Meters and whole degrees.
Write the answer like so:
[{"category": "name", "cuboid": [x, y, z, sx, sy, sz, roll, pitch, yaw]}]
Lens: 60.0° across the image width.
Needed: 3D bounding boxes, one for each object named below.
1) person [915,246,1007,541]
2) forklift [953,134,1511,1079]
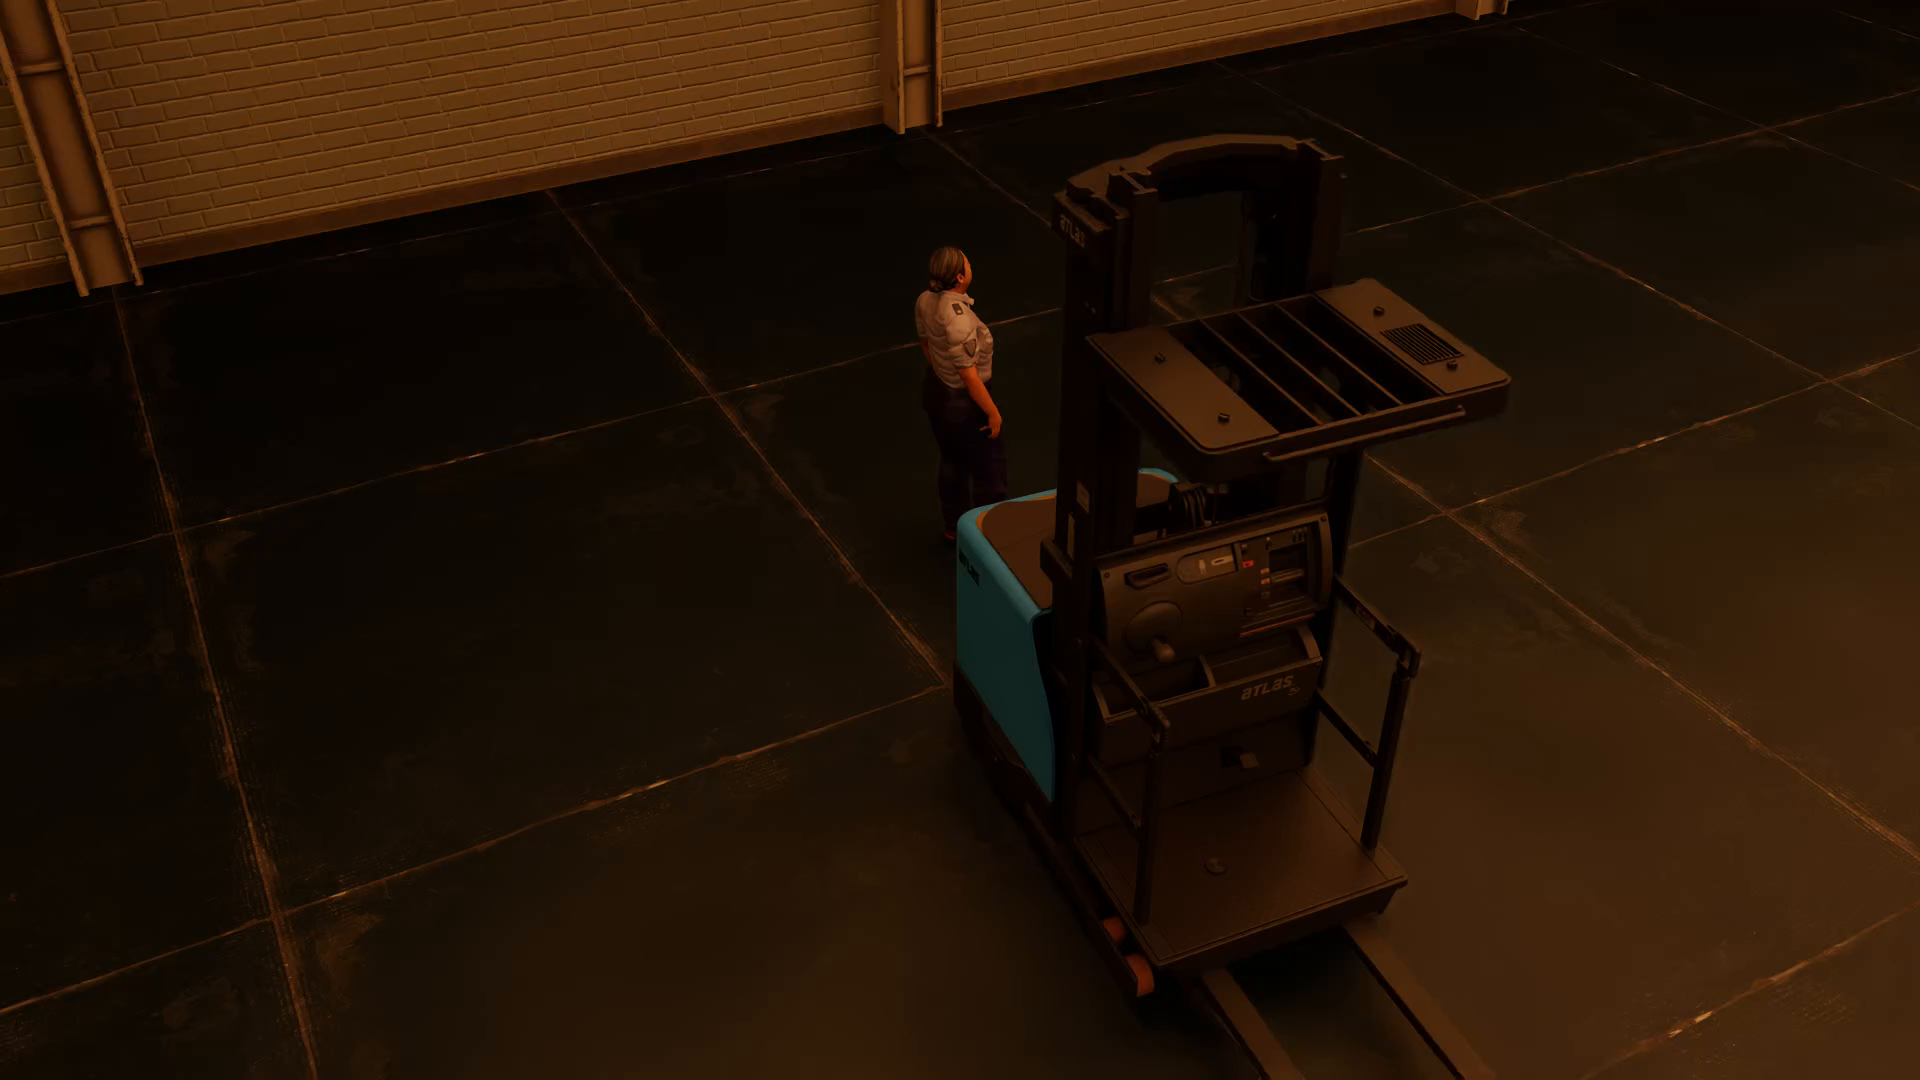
[{"category": "person", "cuboid": [0.089, -0.692, 8.201, 0.503, 1.650, 0.599, -17, 39, -23]}, {"category": "forklift", "cuboid": [1.010, 0.234, 5.792, 1.130, 2.935, 3.031, -14, 38, -19]}]
